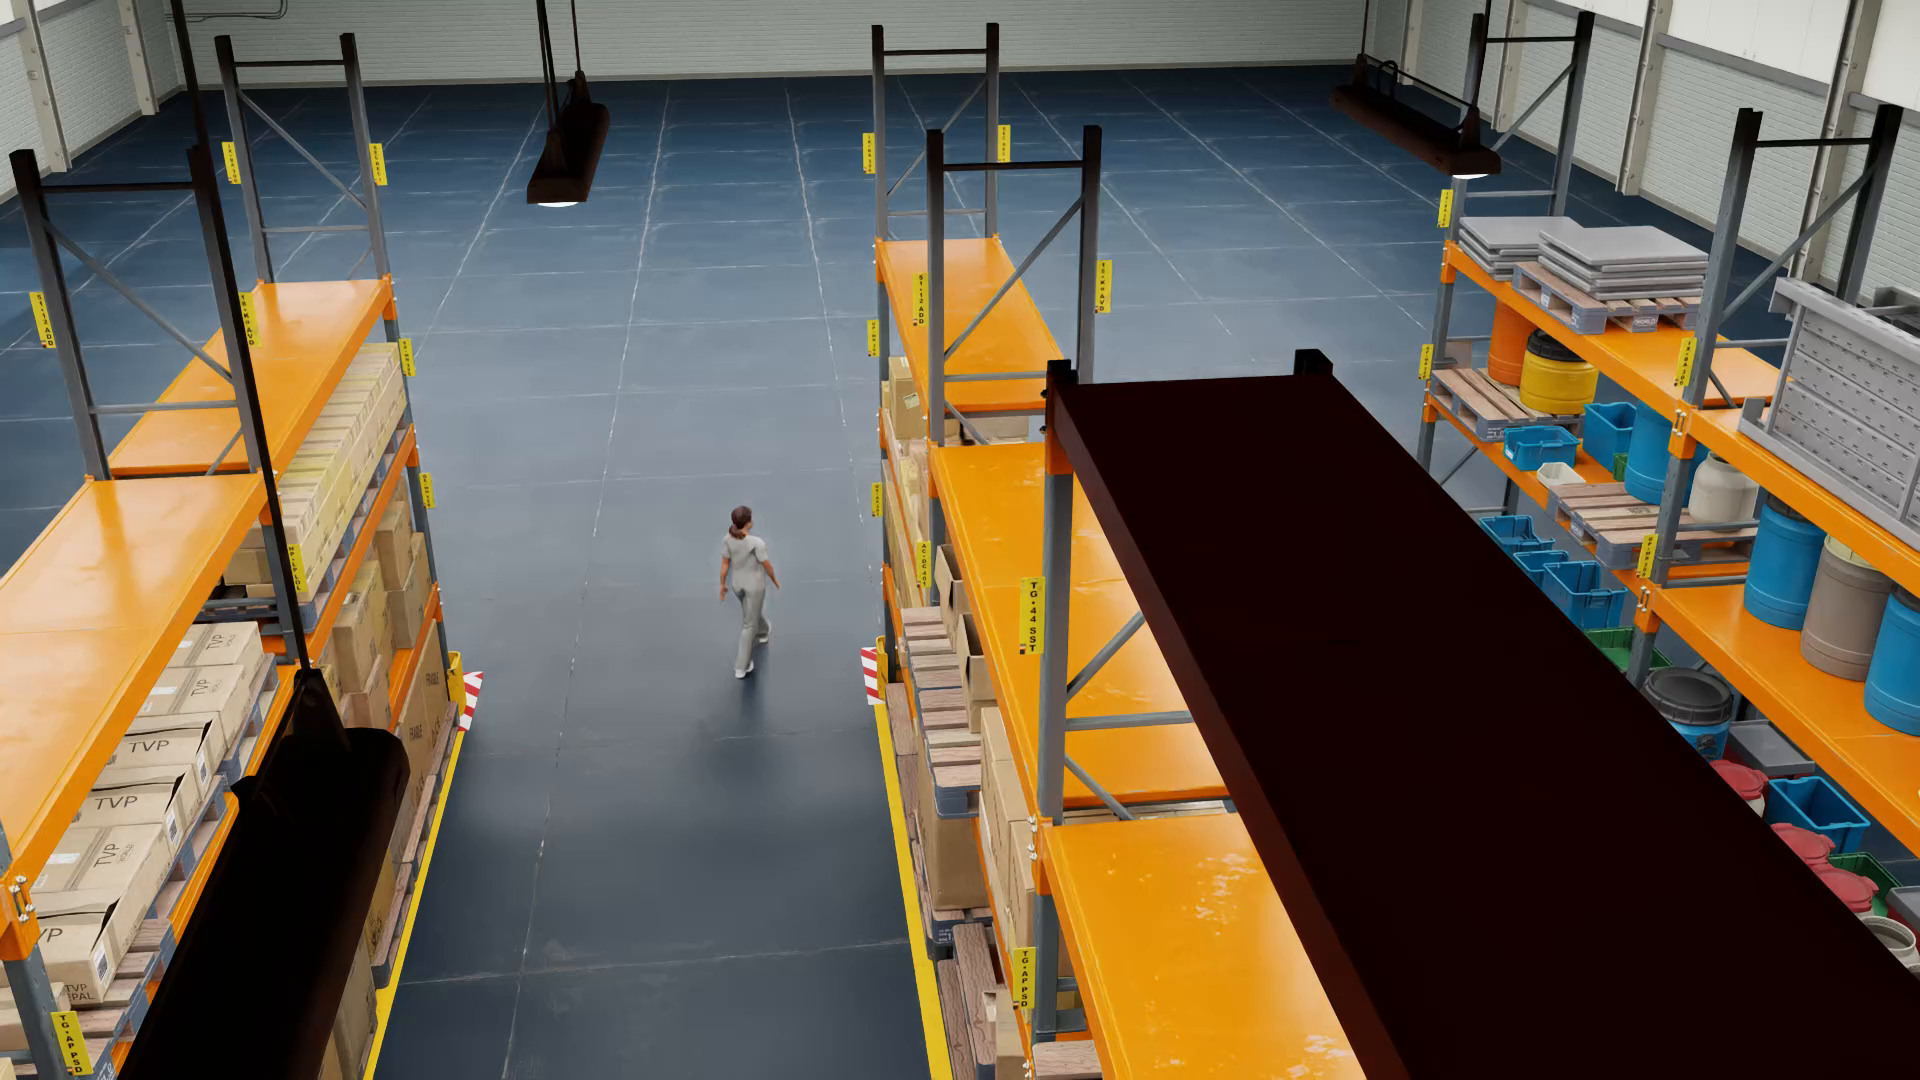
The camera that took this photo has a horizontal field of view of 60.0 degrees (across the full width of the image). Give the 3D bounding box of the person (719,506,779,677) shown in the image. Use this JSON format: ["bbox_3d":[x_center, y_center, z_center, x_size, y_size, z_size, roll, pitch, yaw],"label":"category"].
[{"bbox_3d":[-1.956,0.387,15.773,0.487,1.618,0.977,12,28,24],"label":"person"}]
